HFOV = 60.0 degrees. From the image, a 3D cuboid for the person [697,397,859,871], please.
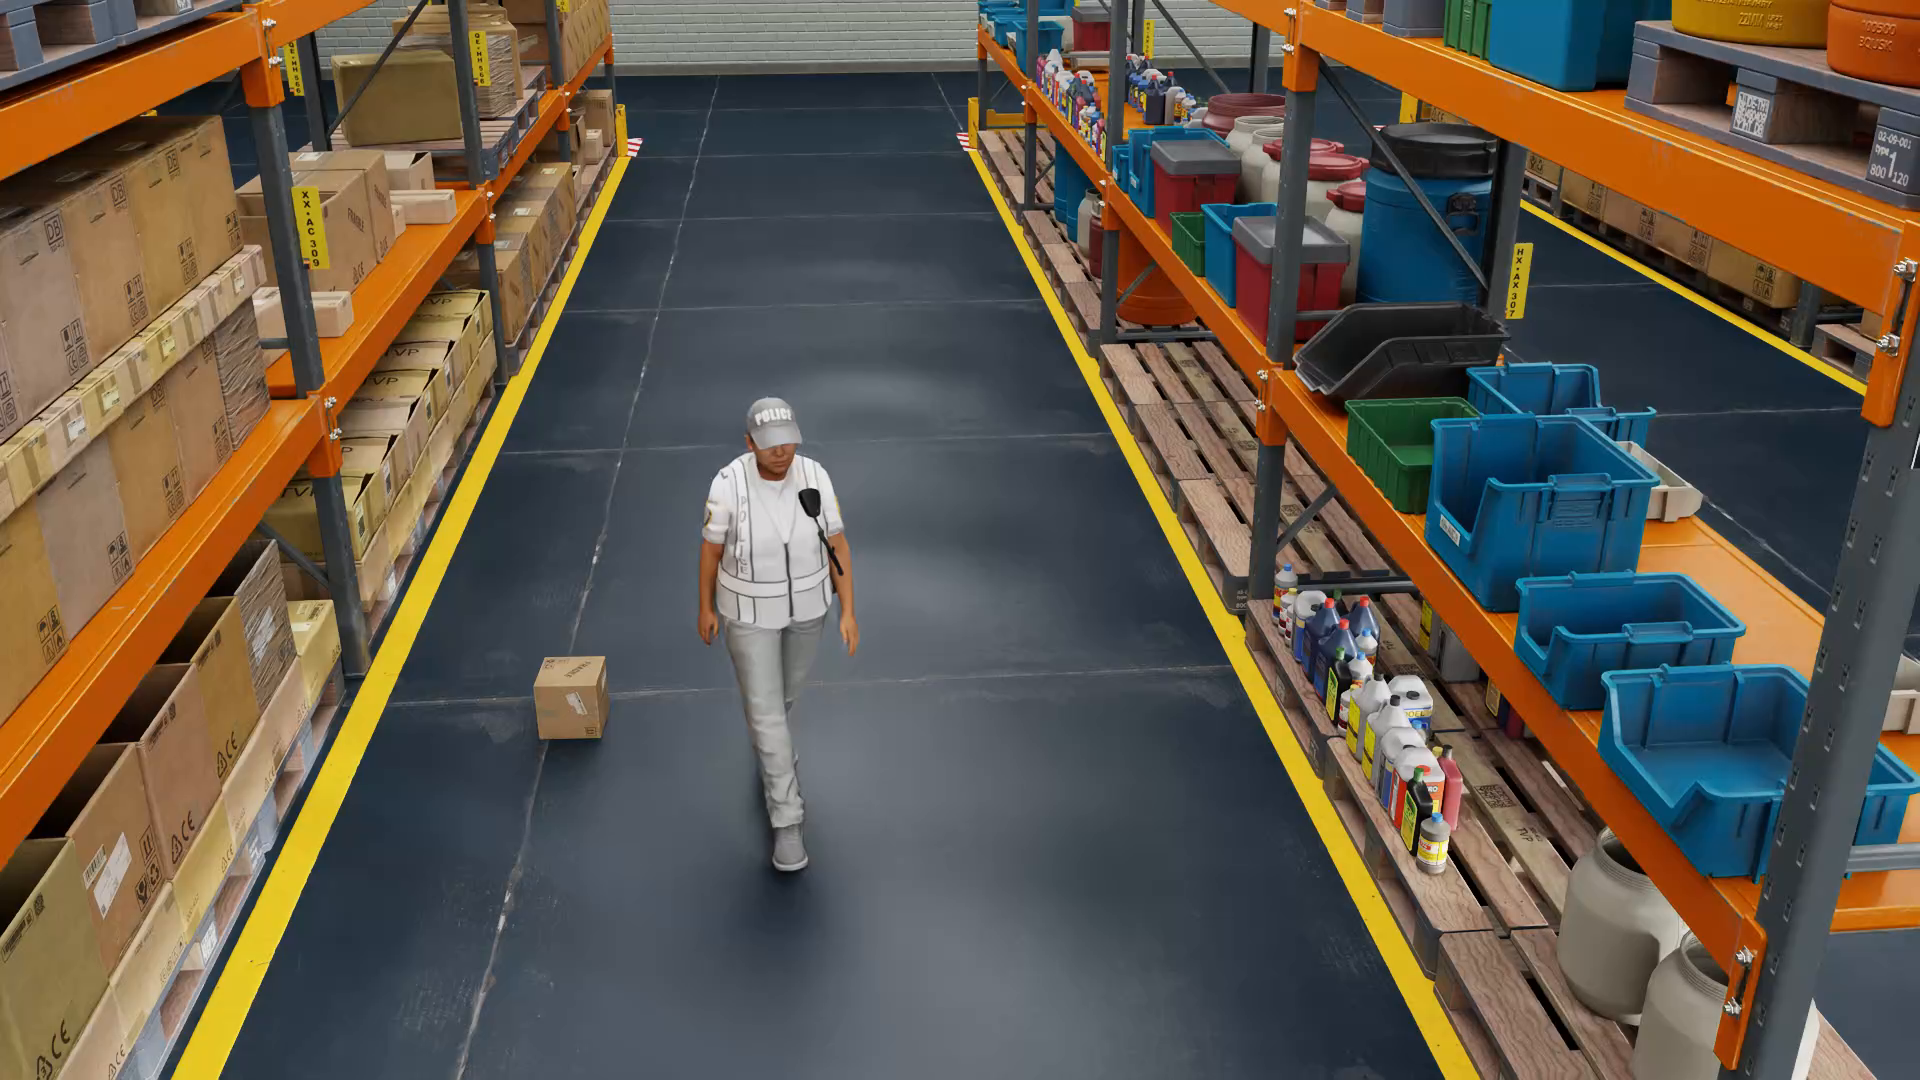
[{"bbox_3d":[-0.641,0.256,5.999,0.520,1.600,0.983,-11,26,-24],"label":"person"}]
